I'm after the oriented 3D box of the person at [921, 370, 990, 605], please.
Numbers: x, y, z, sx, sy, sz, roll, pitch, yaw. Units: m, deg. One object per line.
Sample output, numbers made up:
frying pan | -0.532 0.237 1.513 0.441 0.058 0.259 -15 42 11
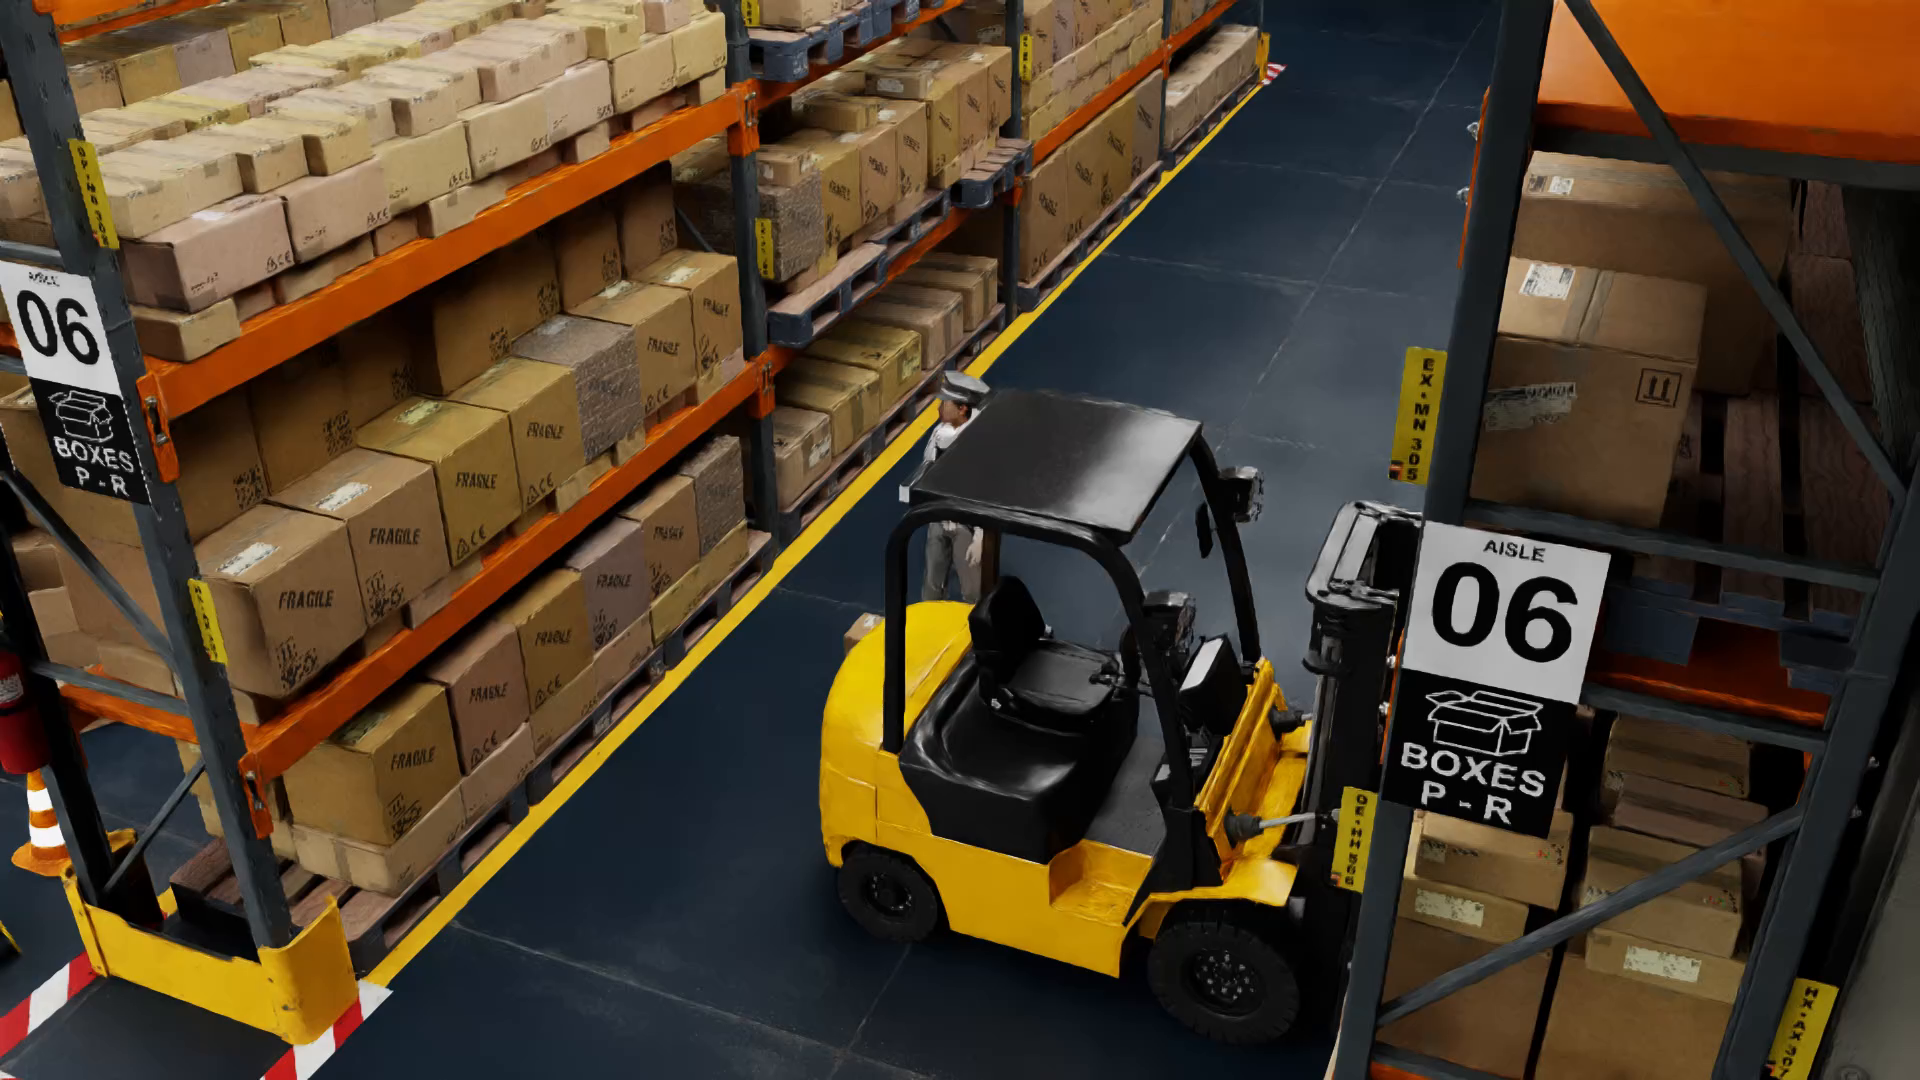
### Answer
person | -0.069 -0.066 8.466 0.526 1.693 0.484 -14 32 -22
